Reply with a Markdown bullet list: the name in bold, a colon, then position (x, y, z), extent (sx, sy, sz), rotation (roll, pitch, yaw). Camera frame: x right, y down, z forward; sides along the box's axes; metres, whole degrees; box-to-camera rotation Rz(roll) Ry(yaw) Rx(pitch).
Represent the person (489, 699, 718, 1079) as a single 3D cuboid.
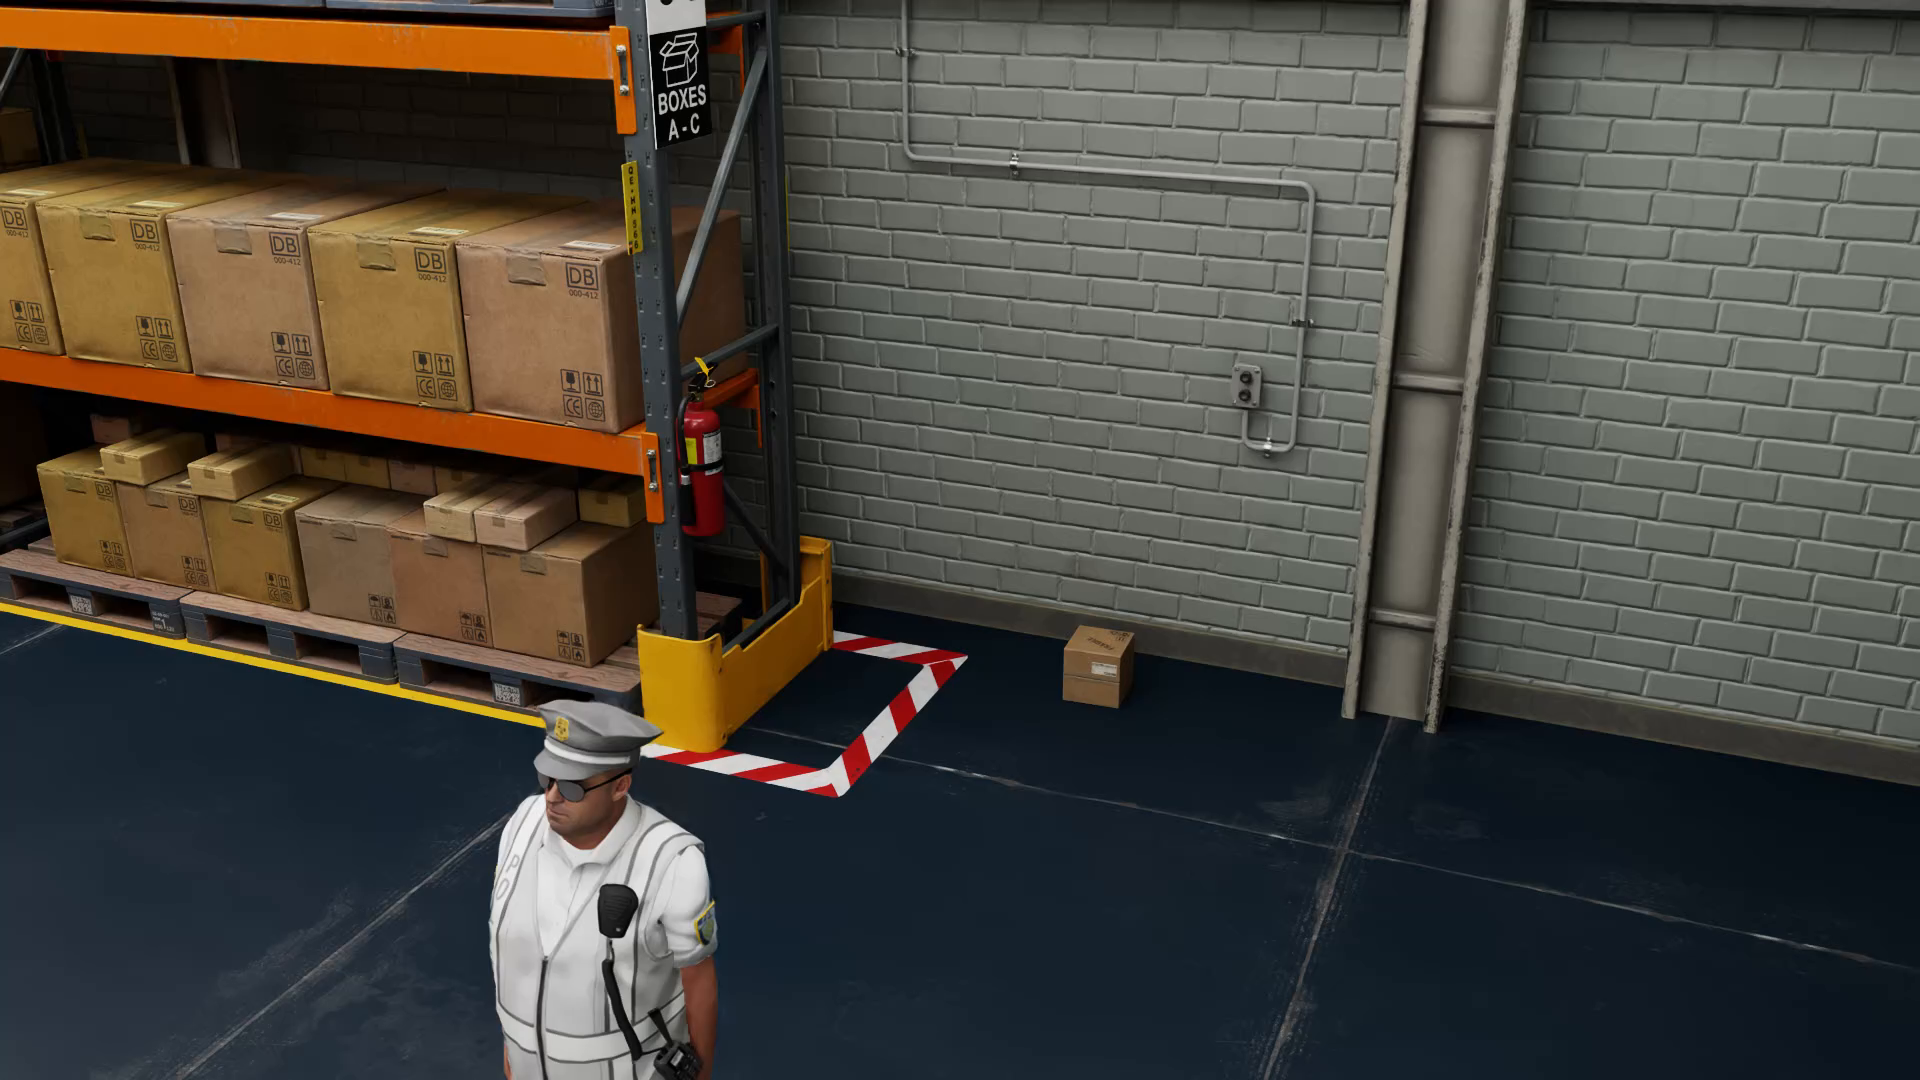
- **person**: position (-0.793, 1.130, 3.749), extent (0.538, 1.751, 0.753), rotation (9, 24, 22)
